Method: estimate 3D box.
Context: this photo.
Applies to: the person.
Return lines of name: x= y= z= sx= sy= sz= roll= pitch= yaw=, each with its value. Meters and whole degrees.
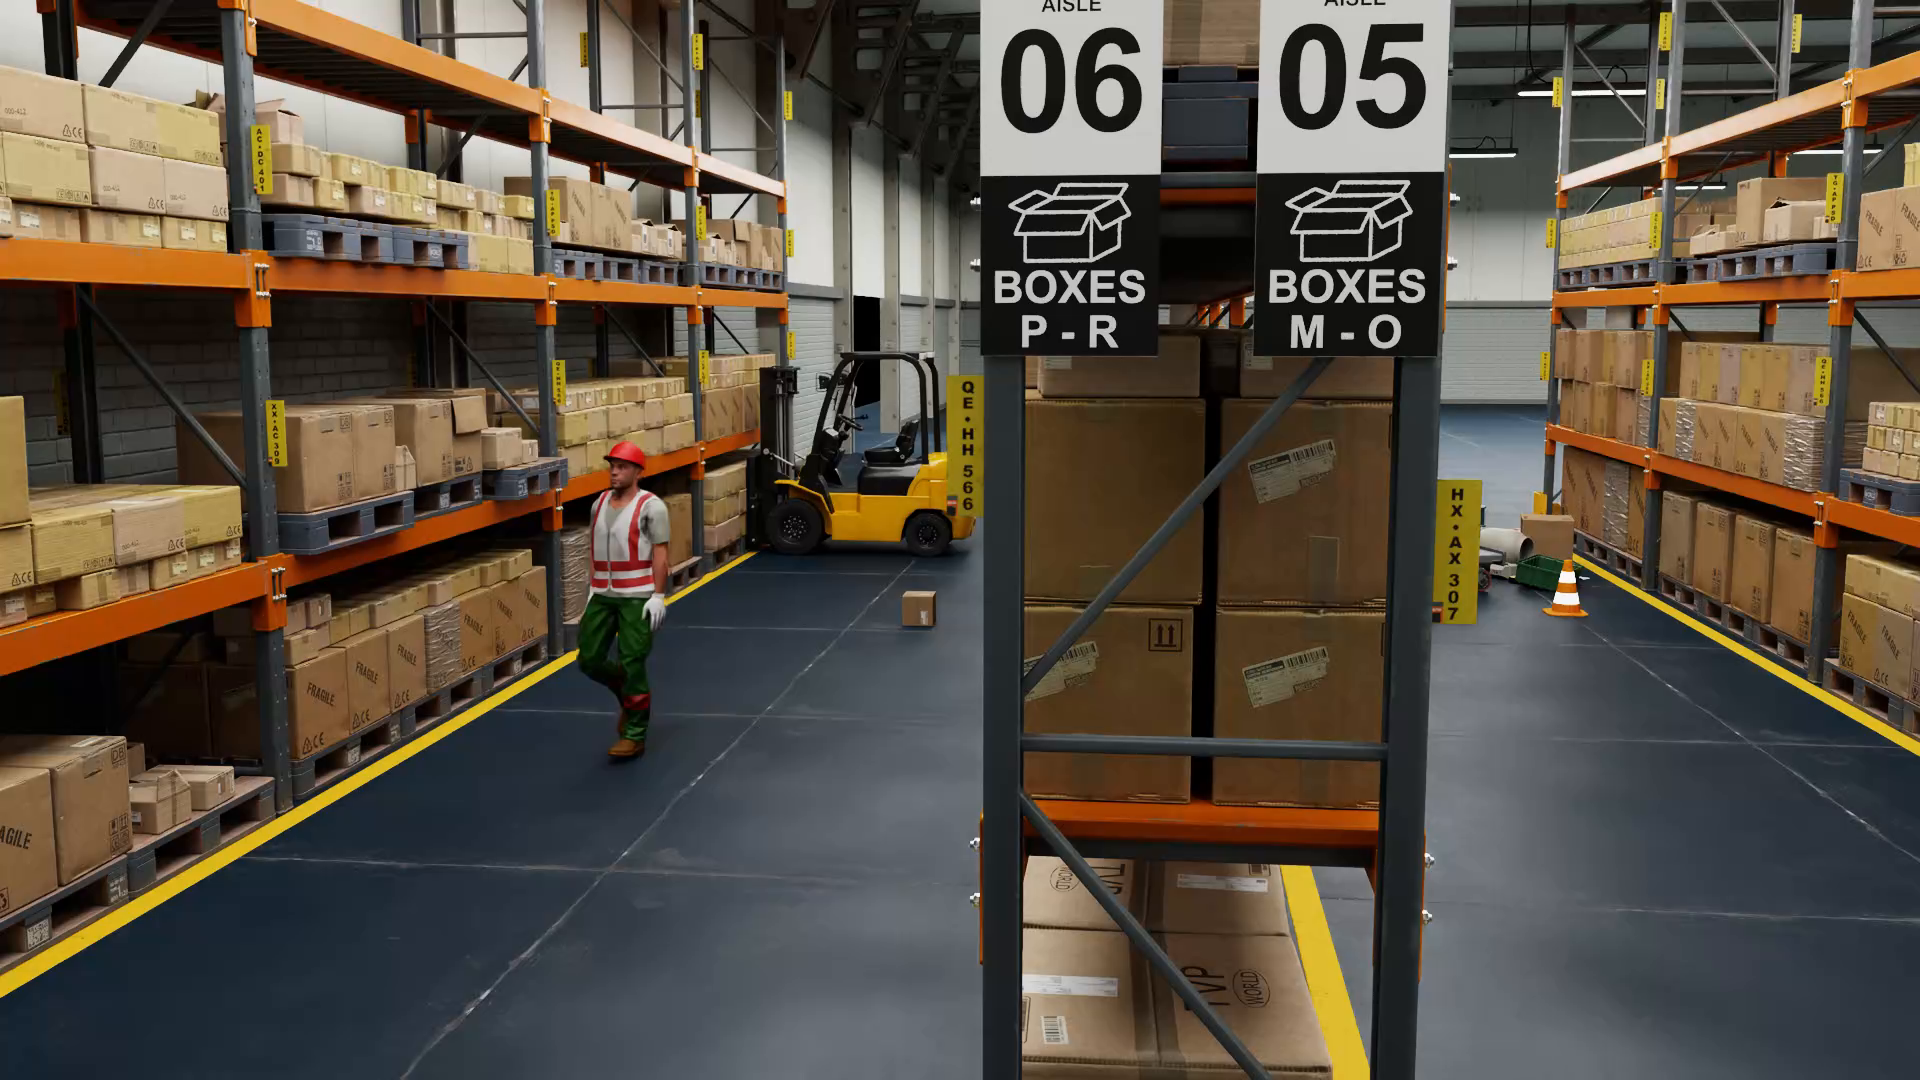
person: x=-1.901 y=0.325 z=9.540 sx=0.541 sy=1.784 sz=0.560 roll=3 pitch=8 yaw=25
